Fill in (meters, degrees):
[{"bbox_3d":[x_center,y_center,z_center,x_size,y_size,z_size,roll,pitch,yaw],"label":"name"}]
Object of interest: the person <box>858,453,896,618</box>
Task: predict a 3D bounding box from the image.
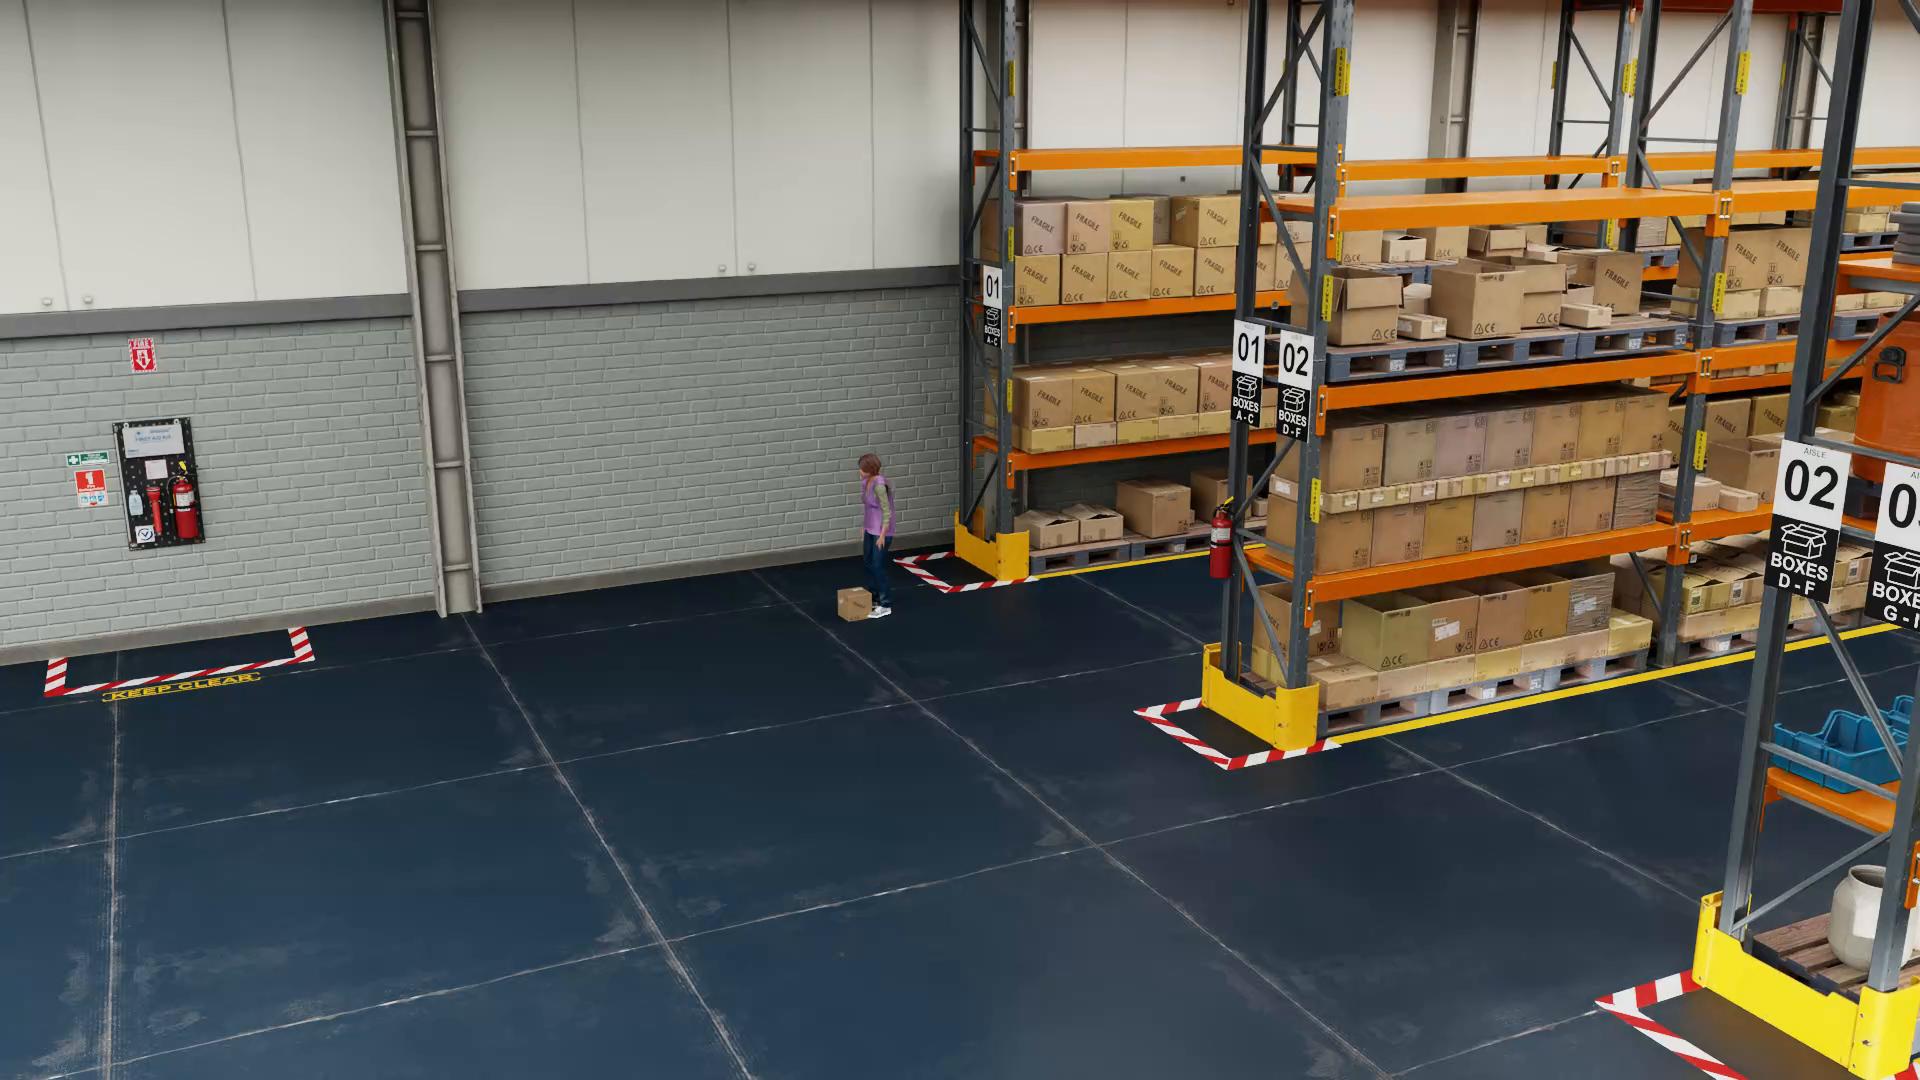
[{"bbox_3d":[-0.808,-0.058,15.948,0.350,1.592,0.467,-8,17,-25],"label":"person"}]
